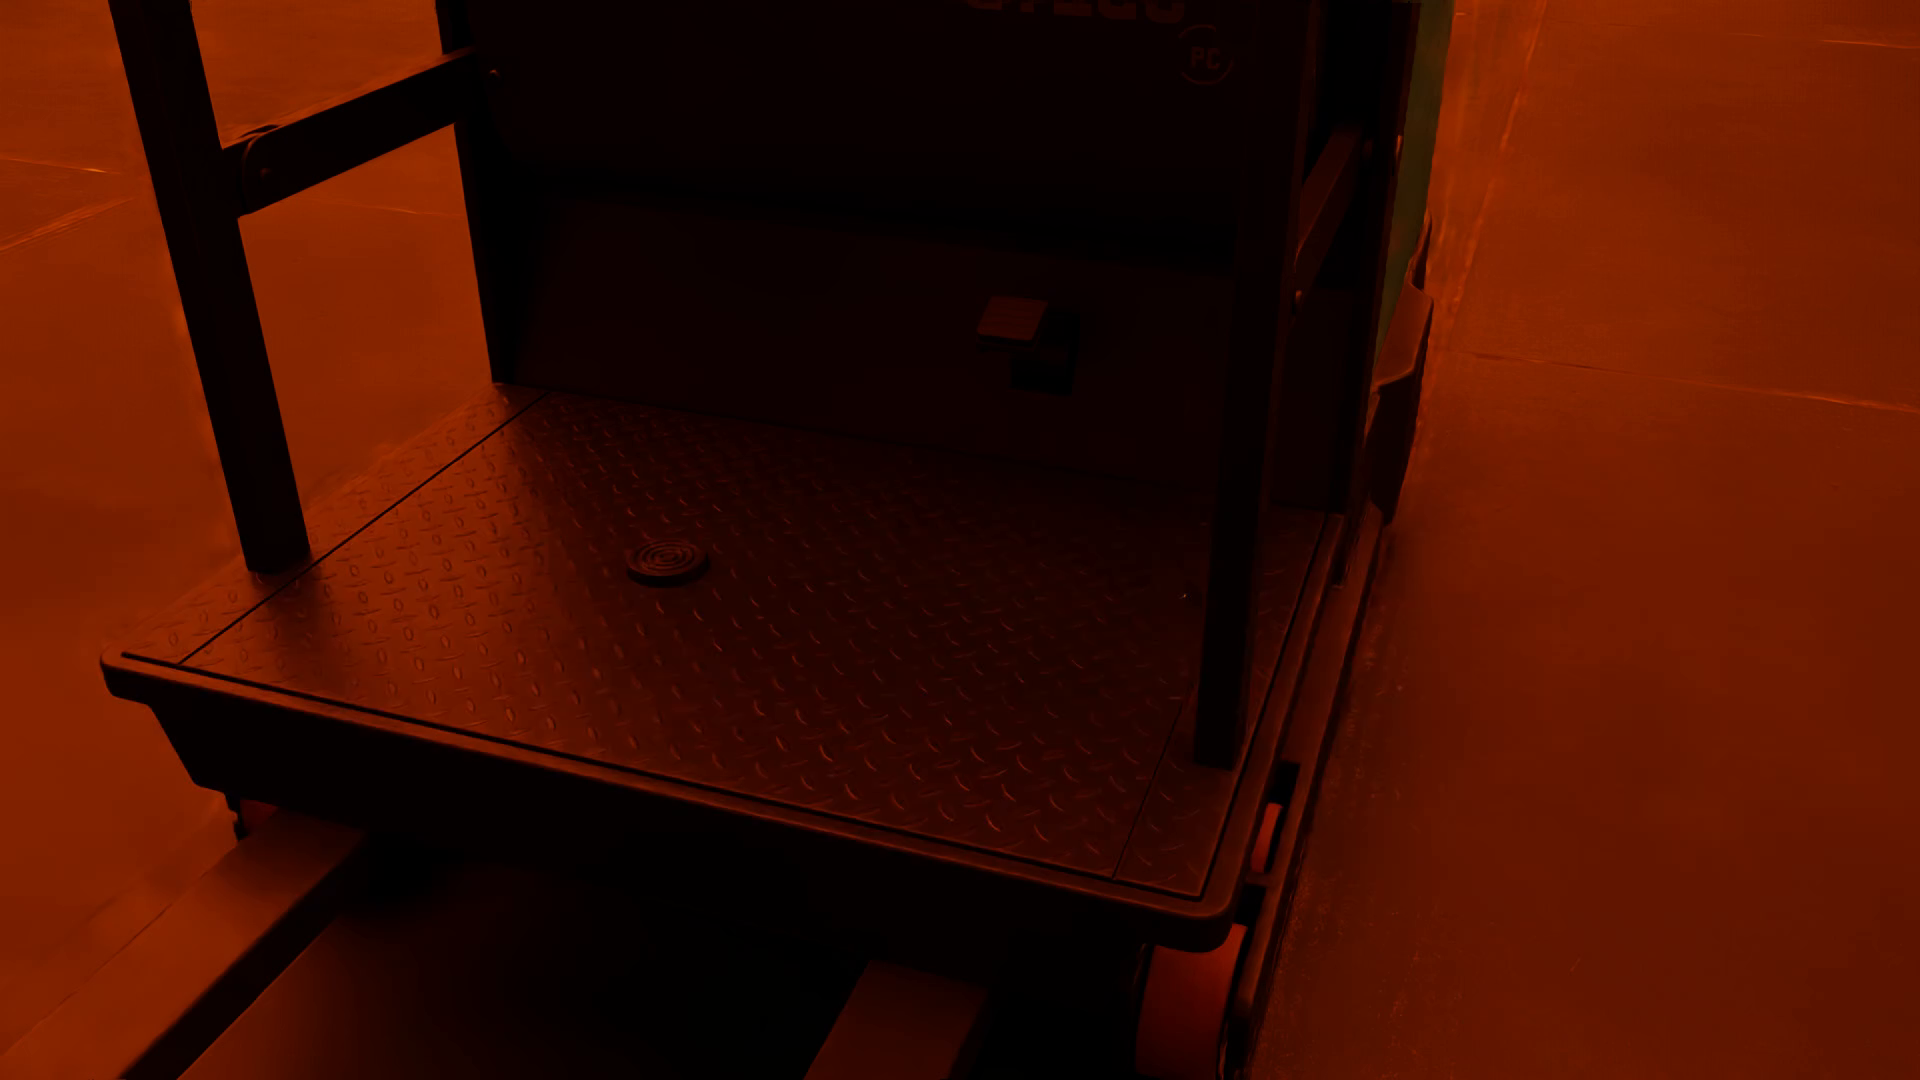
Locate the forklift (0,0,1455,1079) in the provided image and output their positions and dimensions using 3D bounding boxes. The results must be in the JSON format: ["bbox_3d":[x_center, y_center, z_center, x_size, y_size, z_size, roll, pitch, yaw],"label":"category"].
[{"bbox_3d":[-0.155,-0.983,1.261,1.130,2.935,3.031,10,31,17],"label":"forklift"}]
